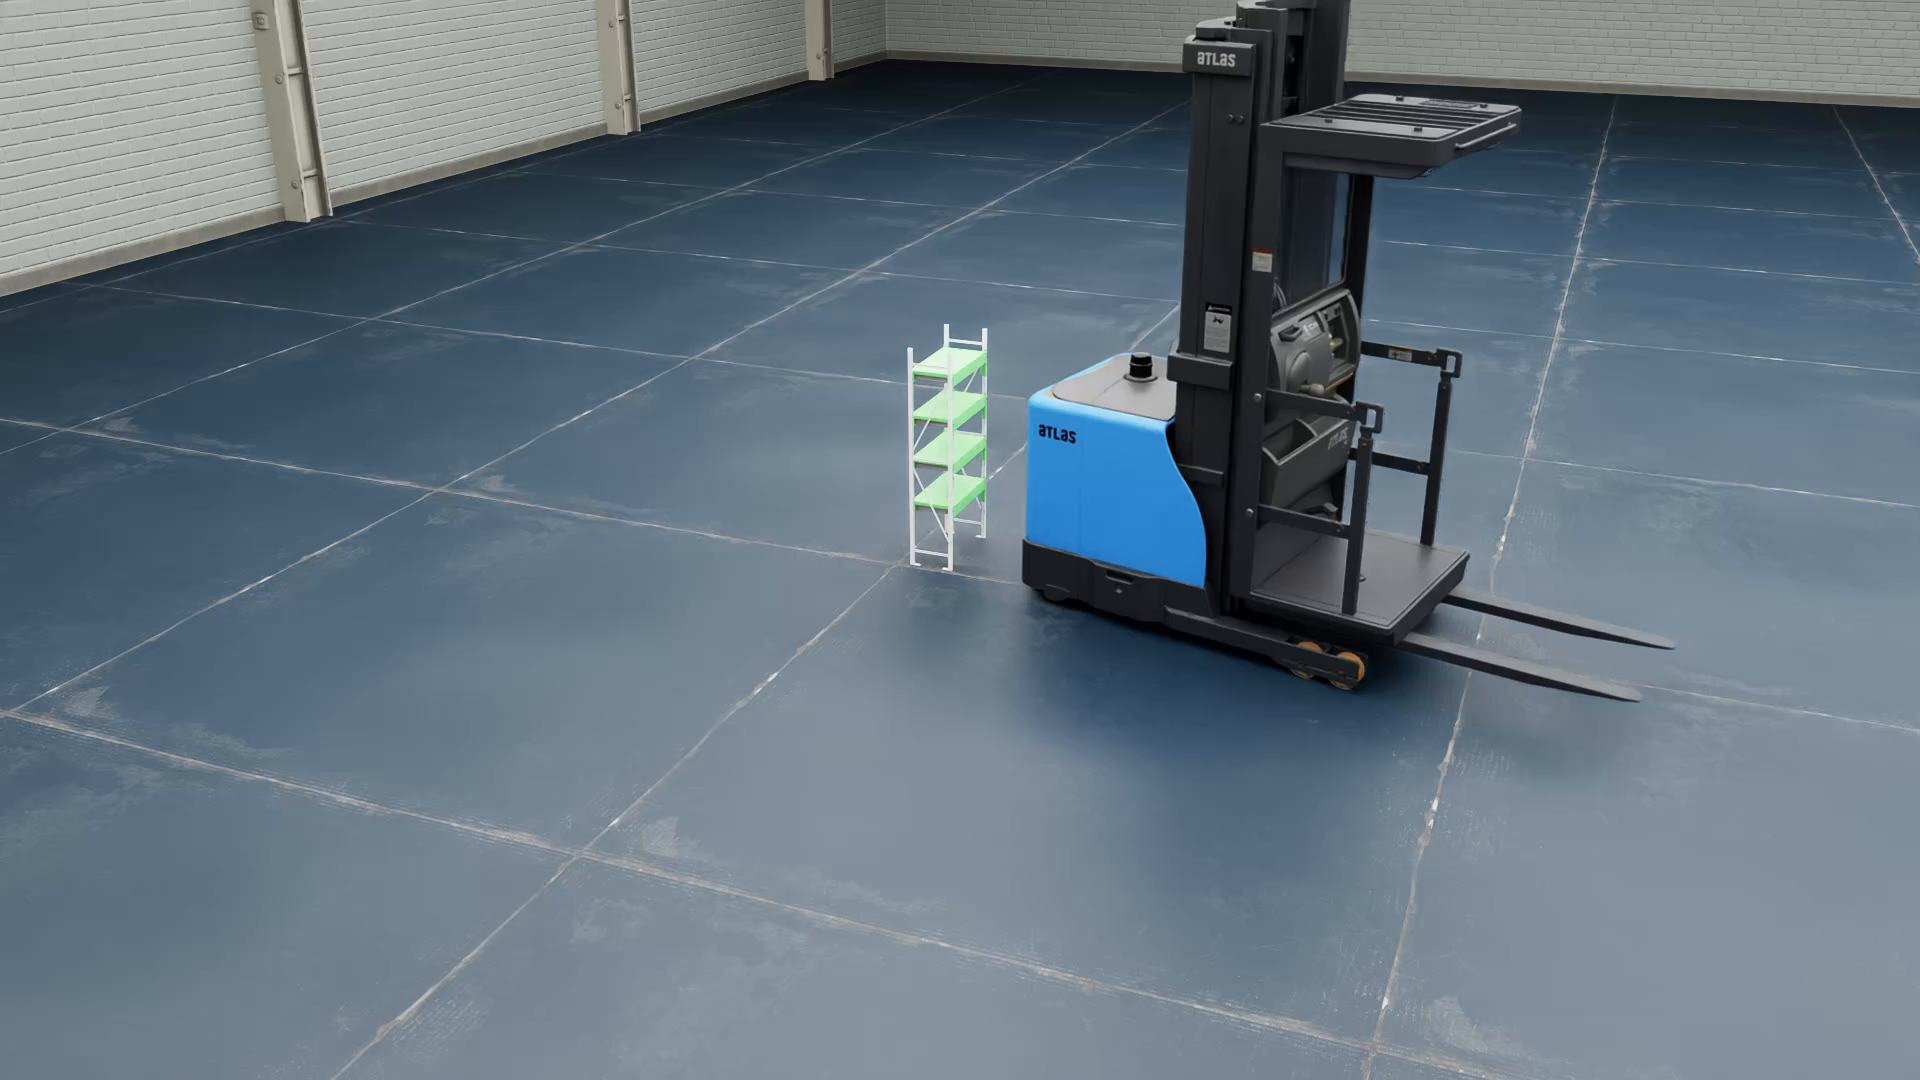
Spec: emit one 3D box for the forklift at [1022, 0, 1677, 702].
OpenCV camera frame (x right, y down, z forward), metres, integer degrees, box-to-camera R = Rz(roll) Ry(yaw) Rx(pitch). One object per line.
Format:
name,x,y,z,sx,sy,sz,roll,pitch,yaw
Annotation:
forklift,1.821,-0.902,7.606,3.031,2.935,1.130,15,27,32

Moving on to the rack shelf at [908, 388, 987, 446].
rack shelf,-0.061,-0.657,8.809,0.258,0.148,0.480,9,24,20

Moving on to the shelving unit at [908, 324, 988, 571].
shelving unit,-0.061,-0.494,8.877,0.258,1.200,0.503,9,24,20

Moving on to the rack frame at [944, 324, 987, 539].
rack frame,0.029,-0.582,9.086,0.240,1.200,0.015,9,24,20

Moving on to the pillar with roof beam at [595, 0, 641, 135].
pillar with roof beam,-0.539,-9.032,19.197,9.100,9.000,0.400,9,24,20

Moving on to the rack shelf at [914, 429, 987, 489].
rack shelf,-0.061,-0.435,8.902,0.258,0.148,0.480,9,24,20

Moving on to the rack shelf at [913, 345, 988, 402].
rack shelf,-0.062,-0.878,8.717,0.258,0.148,0.480,9,24,20

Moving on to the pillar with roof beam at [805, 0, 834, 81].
pillar with roof beam,1.689,-11.179,24.337,9.100,9.000,0.400,9,24,20

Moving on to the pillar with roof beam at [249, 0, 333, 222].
pillar with roof beam,-2.768,-6.884,14.056,9.100,9.000,0.400,9,24,20

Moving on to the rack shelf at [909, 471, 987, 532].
rack shelf,-0.061,-0.214,8.994,0.258,0.148,0.480,9,24,20

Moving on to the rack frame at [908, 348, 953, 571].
rack frame,-0.152,-0.407,8.668,0.240,1.200,0.015,9,24,20
